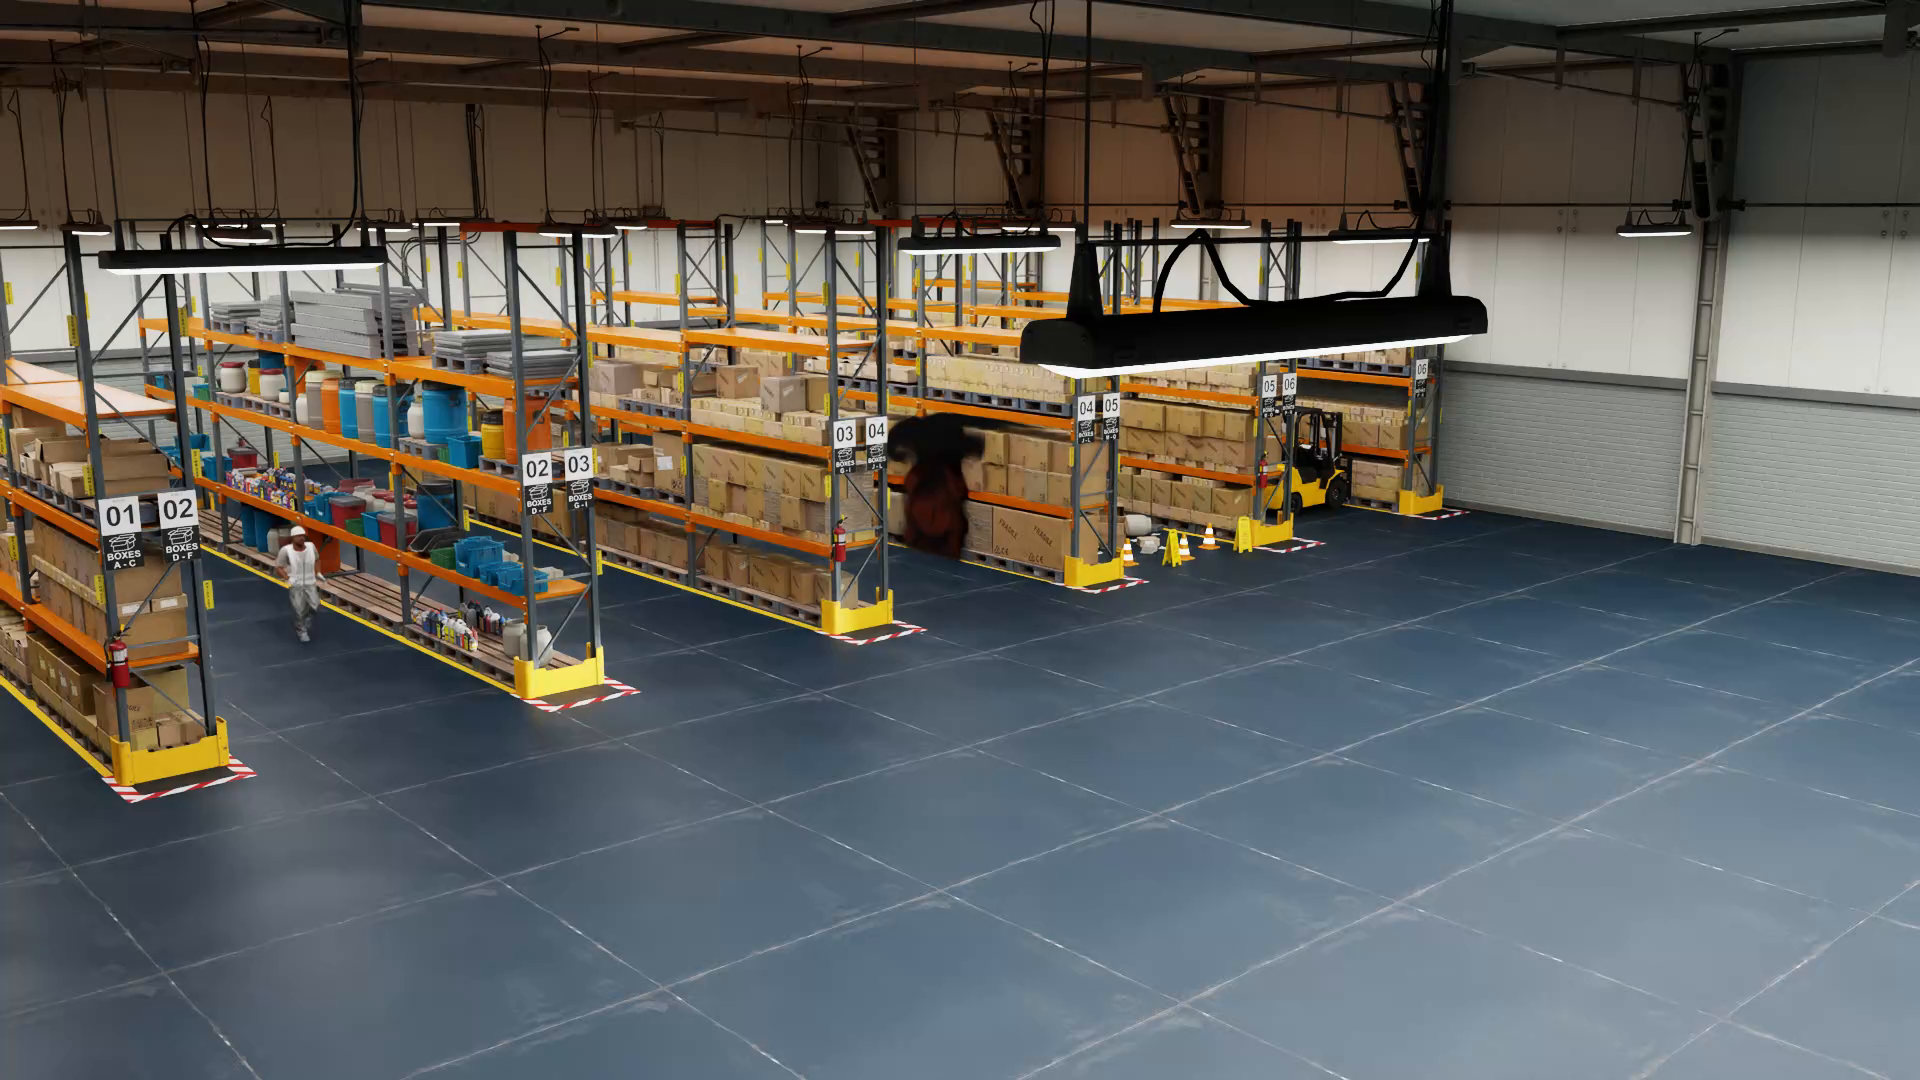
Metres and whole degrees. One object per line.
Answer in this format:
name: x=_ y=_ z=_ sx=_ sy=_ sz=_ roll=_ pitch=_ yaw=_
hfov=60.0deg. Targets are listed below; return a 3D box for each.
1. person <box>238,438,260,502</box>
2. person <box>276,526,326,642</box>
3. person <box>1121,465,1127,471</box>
person: x=-14.960 y=-1.368 z=34.787 sx=0.719 sy=1.576 sz=0.586 roll=4 pitch=12 yaw=20
person: x=-9.637 y=0.638 z=24.352 sx=0.678 sy=1.725 sz=0.647 roll=-9 pitch=14 yaw=-38
person: x=3.899 y=-1.817 z=36.743 sx=0.957 sy=1.655 sz=0.607 roll=9 pitch=15 yaw=39
